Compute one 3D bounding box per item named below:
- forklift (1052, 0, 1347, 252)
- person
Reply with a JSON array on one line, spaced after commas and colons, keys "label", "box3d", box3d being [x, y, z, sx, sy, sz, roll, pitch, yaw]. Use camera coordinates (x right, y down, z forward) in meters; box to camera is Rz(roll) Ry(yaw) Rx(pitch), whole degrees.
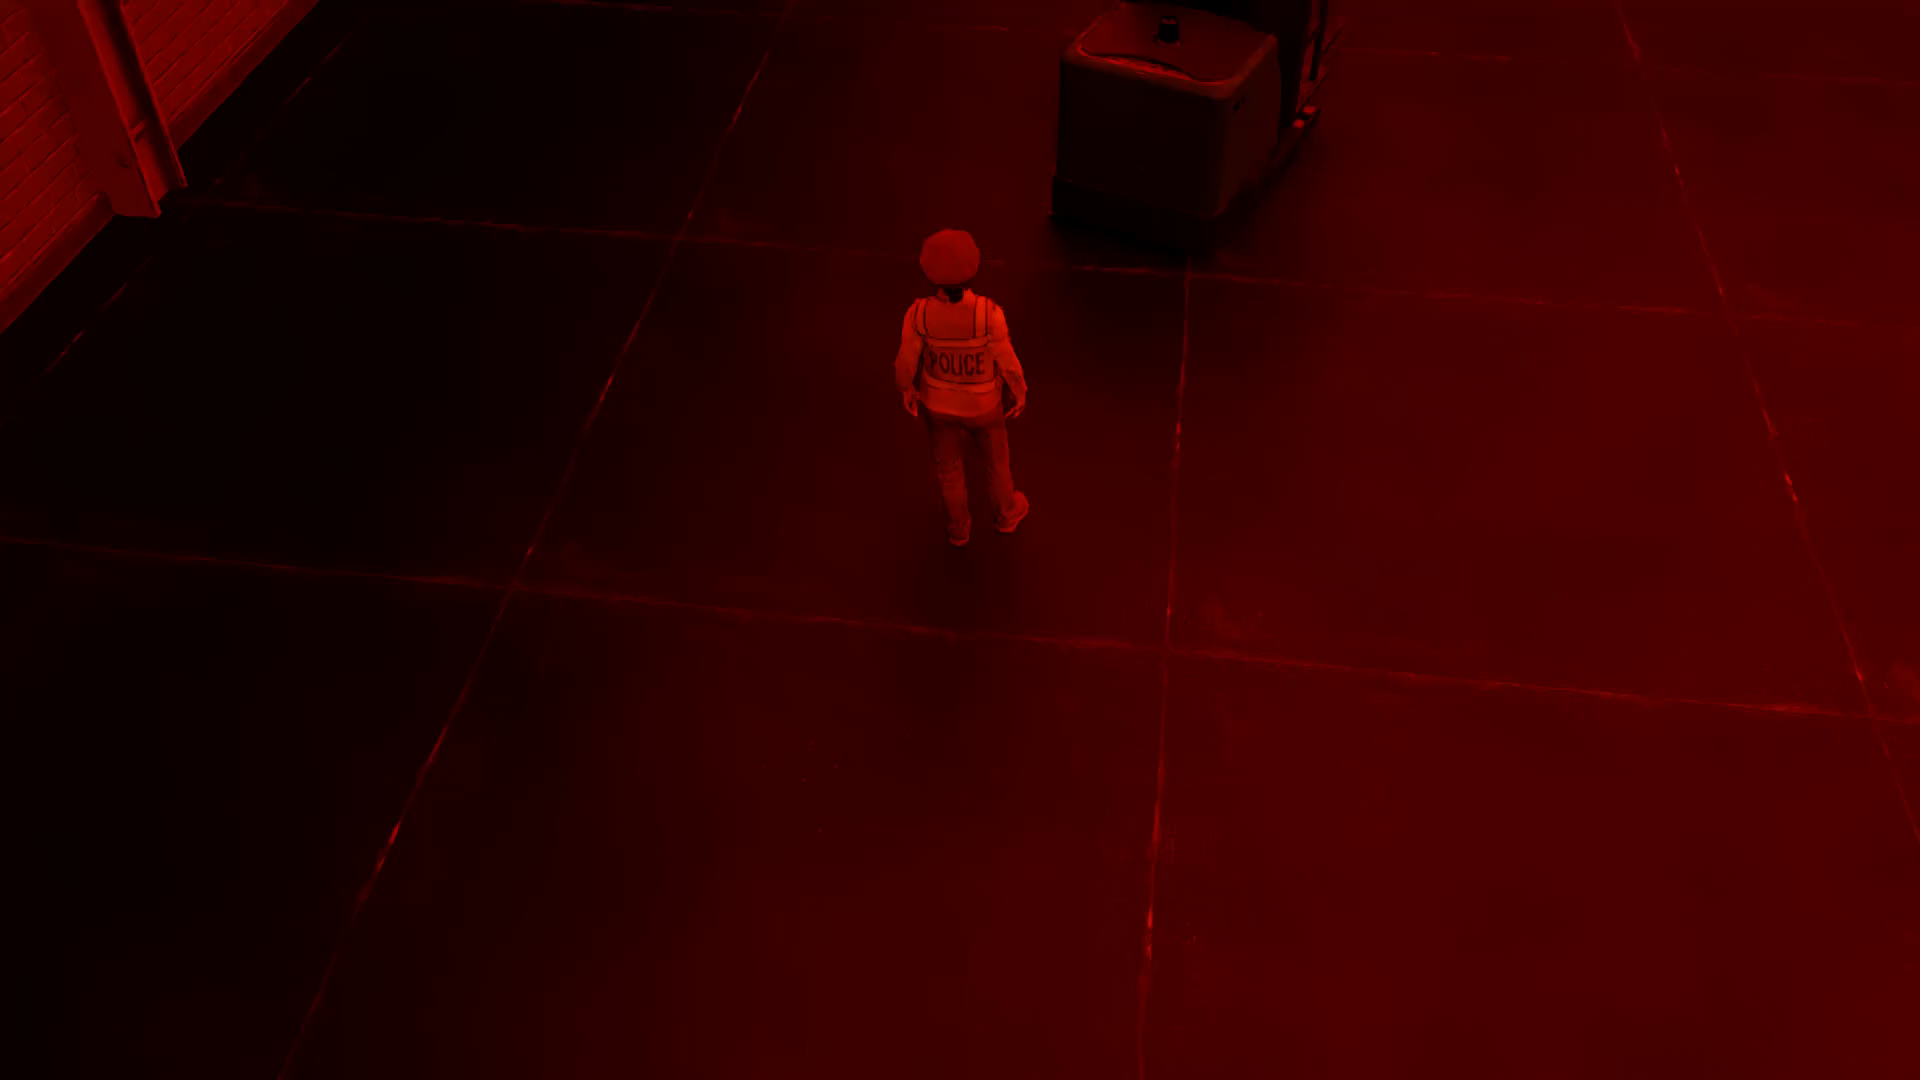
[{"label": "forklift", "box3d": [1.678, -3.733, 9.788, 1.130, 2.935, 3.031, 19, 46, 20]}, {"label": "person", "box3d": [0.016, -0.674, 7.361, 0.586, 1.695, 0.533, 5, 43, 6]}]
